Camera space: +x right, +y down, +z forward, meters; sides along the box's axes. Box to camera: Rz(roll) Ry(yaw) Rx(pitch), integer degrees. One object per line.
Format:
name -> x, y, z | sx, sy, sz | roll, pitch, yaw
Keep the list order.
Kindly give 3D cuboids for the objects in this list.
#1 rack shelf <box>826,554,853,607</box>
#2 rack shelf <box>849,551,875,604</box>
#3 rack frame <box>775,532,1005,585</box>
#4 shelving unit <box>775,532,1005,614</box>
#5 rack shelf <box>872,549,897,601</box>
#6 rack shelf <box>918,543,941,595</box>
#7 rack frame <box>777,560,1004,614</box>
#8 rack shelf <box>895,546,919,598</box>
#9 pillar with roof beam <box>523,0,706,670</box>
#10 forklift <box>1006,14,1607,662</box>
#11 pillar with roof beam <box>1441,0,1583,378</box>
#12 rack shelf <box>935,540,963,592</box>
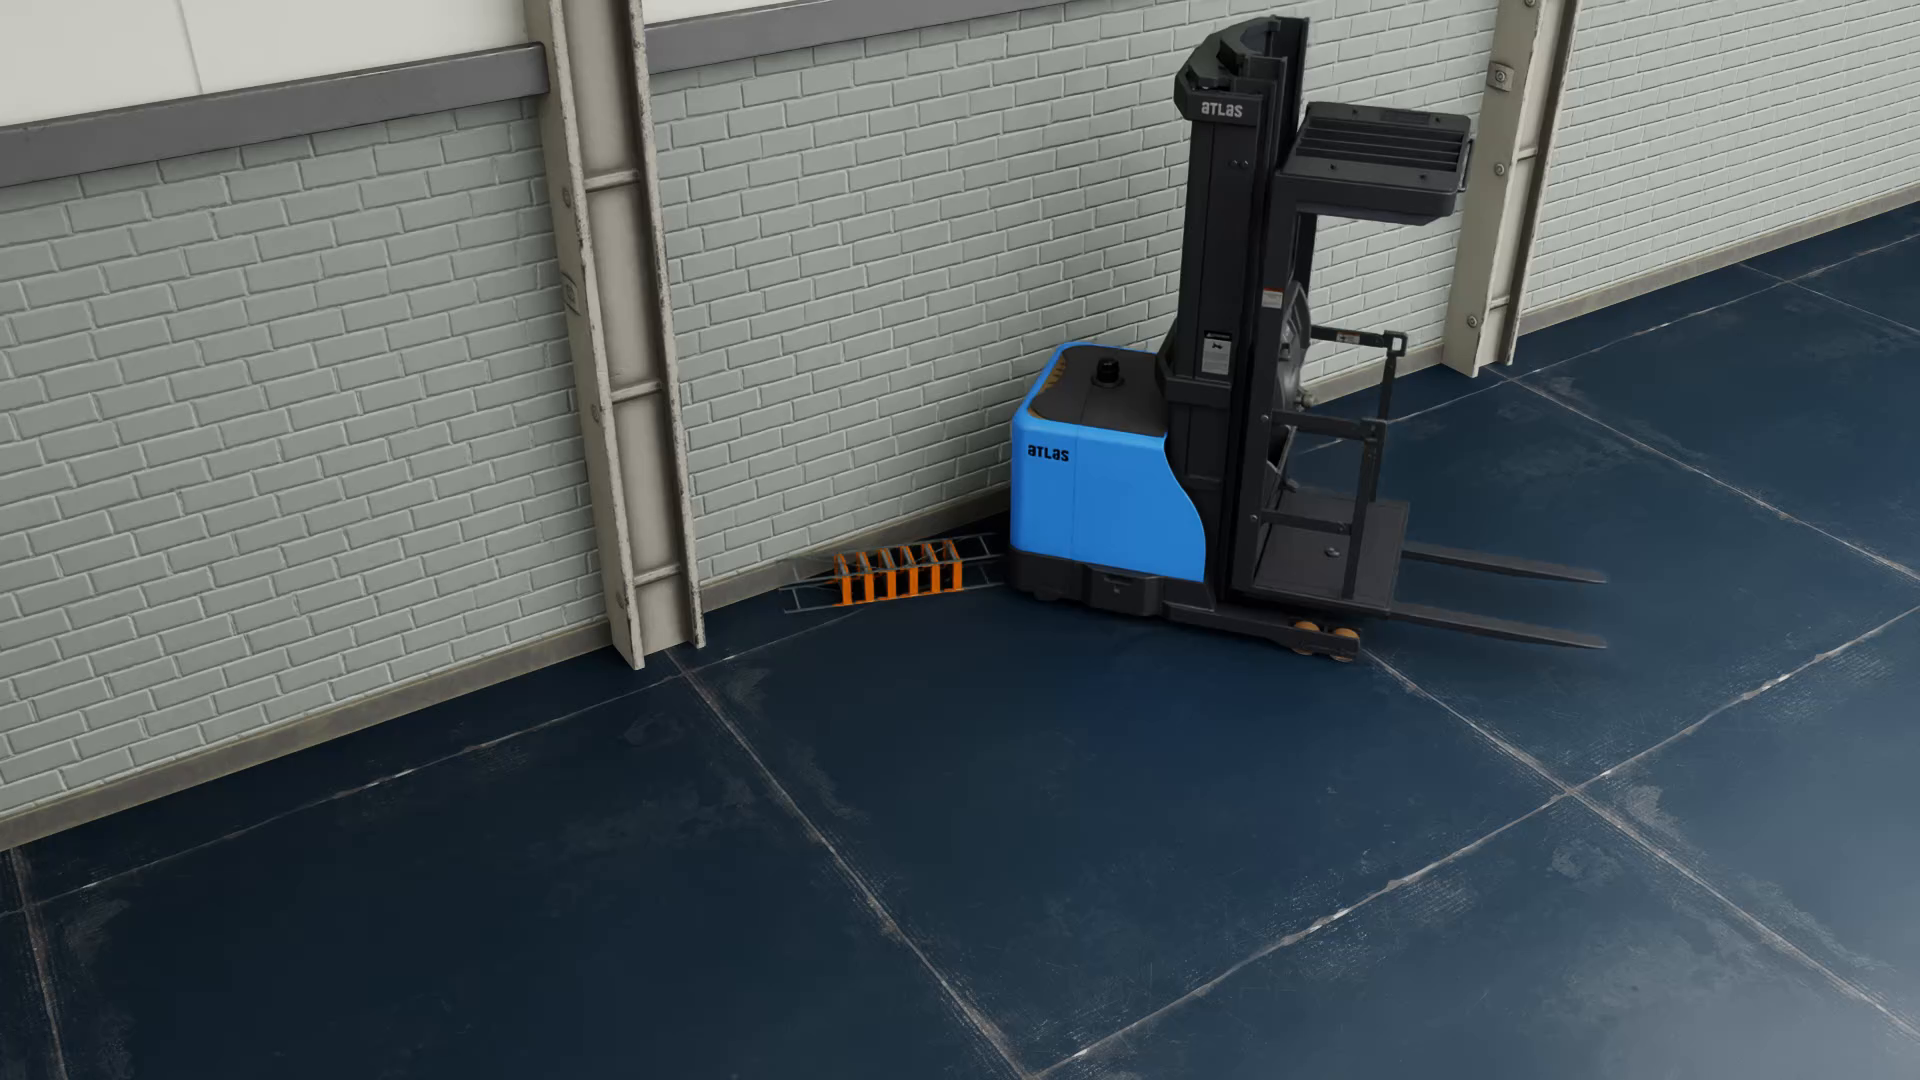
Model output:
rack shelf -> -0.646, 0.209, 8.854 | 0.103, 0.180, 0.258 | -7, 33, -12
rack shelf -> -0.530, 0.193, 8.879 | 0.103, 0.180, 0.258 | -7, 33, -12
rack frame -> -0.370, 0.095, 8.865 | 1.200, 0.006, 0.240 | -7, 33, -12
shelving unit -> -0.371, 0.173, 8.914 | 1.200, 0.189, 0.258 | -7, 33, -12
rack shelf -> -0.414, 0.178, 8.905 | 0.103, 0.180, 0.258 | -7, 33, -12
rack shelf -> -0.181, 0.148, 8.955 | 0.103, 0.180, 0.258 | -7, 33, -12
rack frame -> -0.371, 0.250, 8.963 | 1.200, 0.006, 0.240 | -7, 33, -12
rack shelf -> -0.297, 0.163, 8.930 | 0.103, 0.180, 0.258 | -7, 33, -12
pillar with roof beam -> 0.785, -1.348, 3.074 | 0.400, 9.000, 9.100 | -19, 37, -27
forklift -> 1.824, -0.945, 8.122 | 3.031, 2.935, 1.130 | 10, 34, 15
pillar with roof beam -> 5.828, -3.082, 5.823 | 0.400, 9.000, 9.100 | -19, 37, -27
rack shelf -> -0.065, 0.133, 8.981 | 0.103, 0.180, 0.258 | -7, 33, -12
